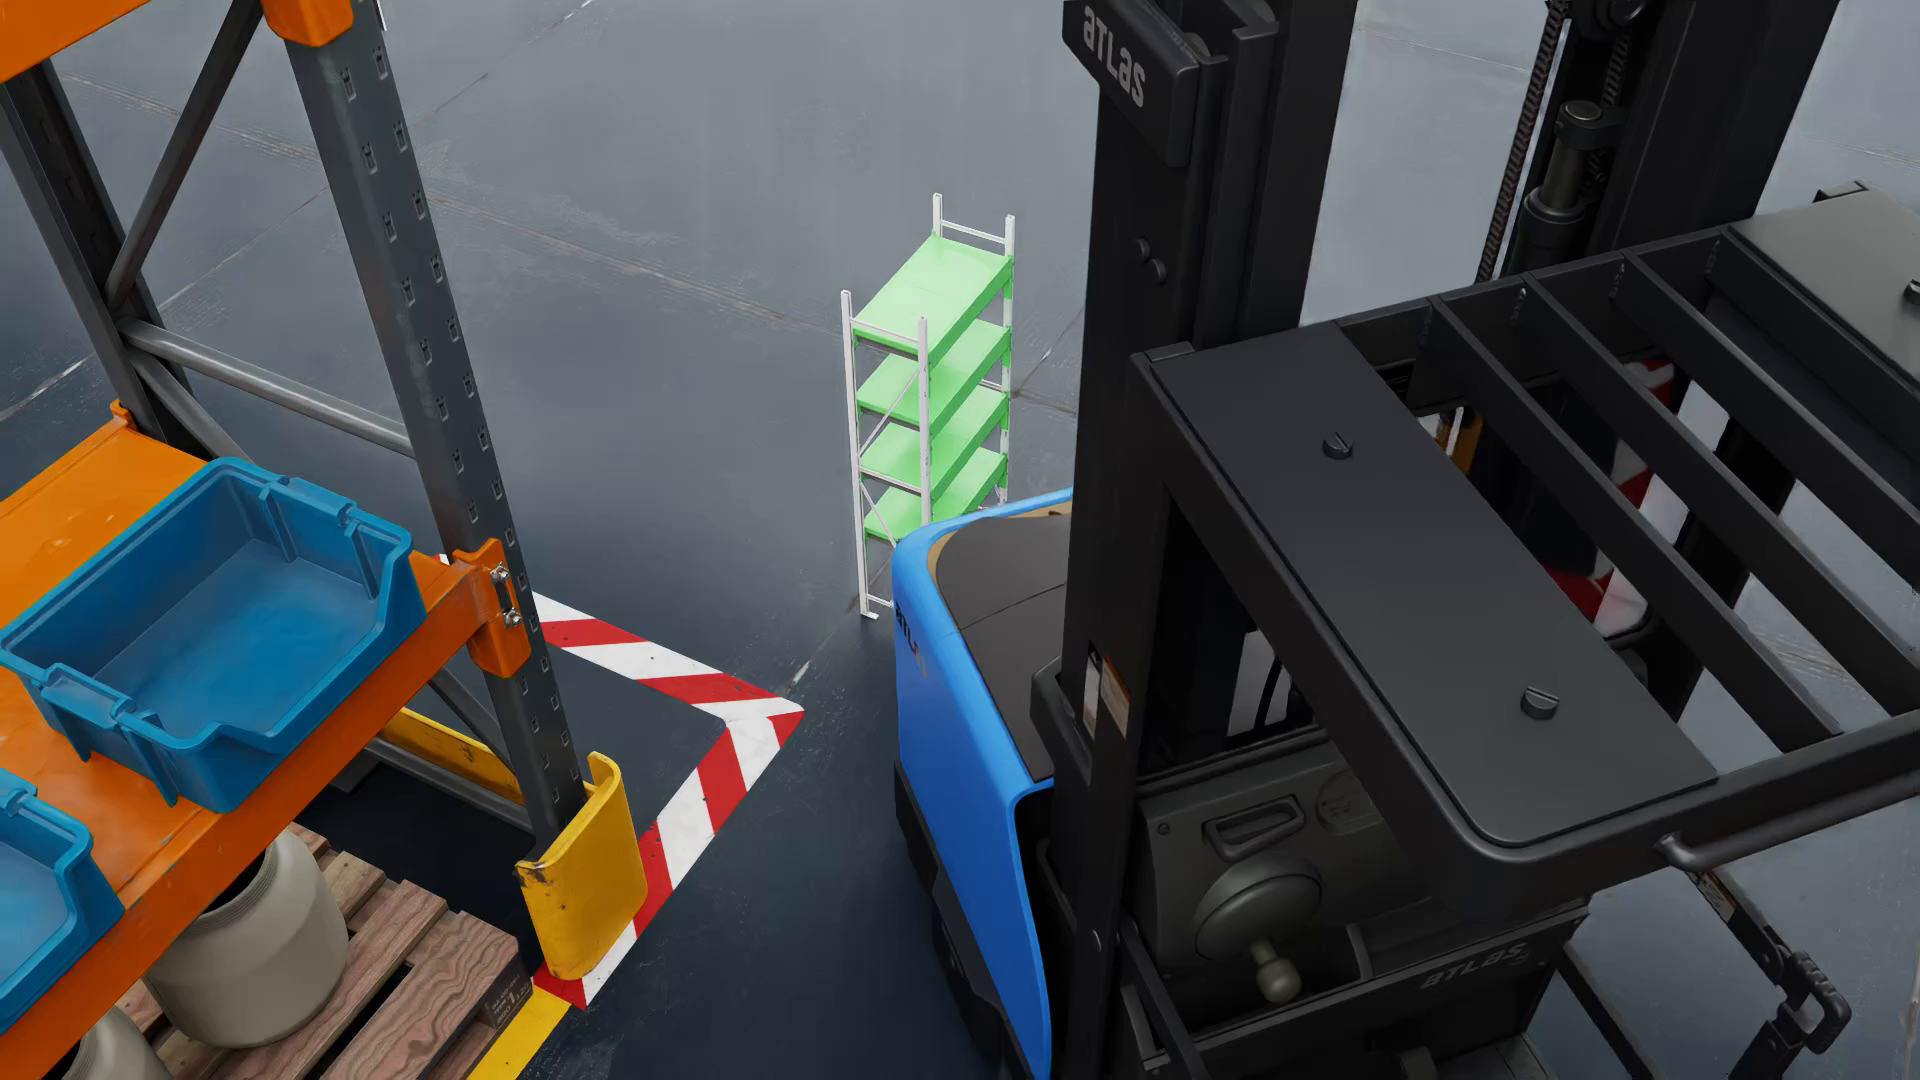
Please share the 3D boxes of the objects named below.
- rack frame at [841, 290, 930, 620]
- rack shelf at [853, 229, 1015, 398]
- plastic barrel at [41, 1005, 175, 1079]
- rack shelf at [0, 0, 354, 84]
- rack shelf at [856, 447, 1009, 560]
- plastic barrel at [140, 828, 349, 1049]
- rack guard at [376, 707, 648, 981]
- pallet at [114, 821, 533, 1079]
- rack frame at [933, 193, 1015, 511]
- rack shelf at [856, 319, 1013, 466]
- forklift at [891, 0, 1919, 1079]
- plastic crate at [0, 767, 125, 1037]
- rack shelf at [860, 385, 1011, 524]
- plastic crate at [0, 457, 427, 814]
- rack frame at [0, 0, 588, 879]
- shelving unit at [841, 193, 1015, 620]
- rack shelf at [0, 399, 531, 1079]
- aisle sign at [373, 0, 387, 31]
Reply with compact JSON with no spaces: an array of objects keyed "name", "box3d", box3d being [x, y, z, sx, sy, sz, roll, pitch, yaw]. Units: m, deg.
[{"name":"rack frame","box3d":[-0.190,-0.164,4.568,0.240,1.200,0.015,20,49,19]},{"name":"rack shelf","box3d":[-0.077,-0.610,4.424,0.258,0.148,0.480,20,49,19]},{"name":"plastic barrel","box3d":[-1.866,1.182,3.427,0.421,0.512,0.421,0,45,0]},{"name":"rack shelf","box3d":[-2.323,0.158,1.382,1.077,0.370,4.000,20,49,19]},{"name":"rack shelf","box3d":[-0.077,-0.104,4.936,0.258,0.148,0.480,20,49,19]},{"name":"plastic barrel","box3d":[-1.633,0.866,3.739,0.421,0.512,0.421,0,45,0]},{"name":"rack guard","box3d":[-1.389,0.642,4.264,1.175,0.500,0.348,20,49,19]},{"name":"pallet","box3d":[-1.771,1.253,3.863,1.003,0.211,1.213,20,49,19]},{"name":"rack frame","box3d":[0.036,-0.471,4.872,0.240,1.200,0.015,20,49,19]},{"name":"rack shelf","box3d":[-0.077,-0.441,4.595,0.258,0.148,0.480,20,49,19]},{"name":"forklift","box3d":[0.814,0.573,2.623,1.130,2.935,3.031,-15,47,-14]},{"name":"plastic crate","box3d":[-1.669,0.573,2.679,0.499,0.251,0.408,20,49,19]},{"name":"rack shelf","box3d":[-0.077,-0.273,4.766,0.258,0.148,0.480,20,49,19]},{"name":"plastic crate","box3d":[-1.362,0.166,3.081,0.499,0.251,0.616,20,49,19]},{"name":"rack frame","box3d":[-1.395,-0.300,3.438,1.000,3.000,0.127,20,49,19]},{"name":"shelving unit","box3d":[-0.077,-0.317,4.720,0.258,1.200,0.503,20,49,19]},{"name":"rack shelf","box3d":[-2.323,1.212,2.448,1.077,0.370,4.000,20,49,19]},{"name":"aisle sign","box3d":[-1.099,-1.161,2.461,0.394,0.787,0.004,20,49,19]}]
